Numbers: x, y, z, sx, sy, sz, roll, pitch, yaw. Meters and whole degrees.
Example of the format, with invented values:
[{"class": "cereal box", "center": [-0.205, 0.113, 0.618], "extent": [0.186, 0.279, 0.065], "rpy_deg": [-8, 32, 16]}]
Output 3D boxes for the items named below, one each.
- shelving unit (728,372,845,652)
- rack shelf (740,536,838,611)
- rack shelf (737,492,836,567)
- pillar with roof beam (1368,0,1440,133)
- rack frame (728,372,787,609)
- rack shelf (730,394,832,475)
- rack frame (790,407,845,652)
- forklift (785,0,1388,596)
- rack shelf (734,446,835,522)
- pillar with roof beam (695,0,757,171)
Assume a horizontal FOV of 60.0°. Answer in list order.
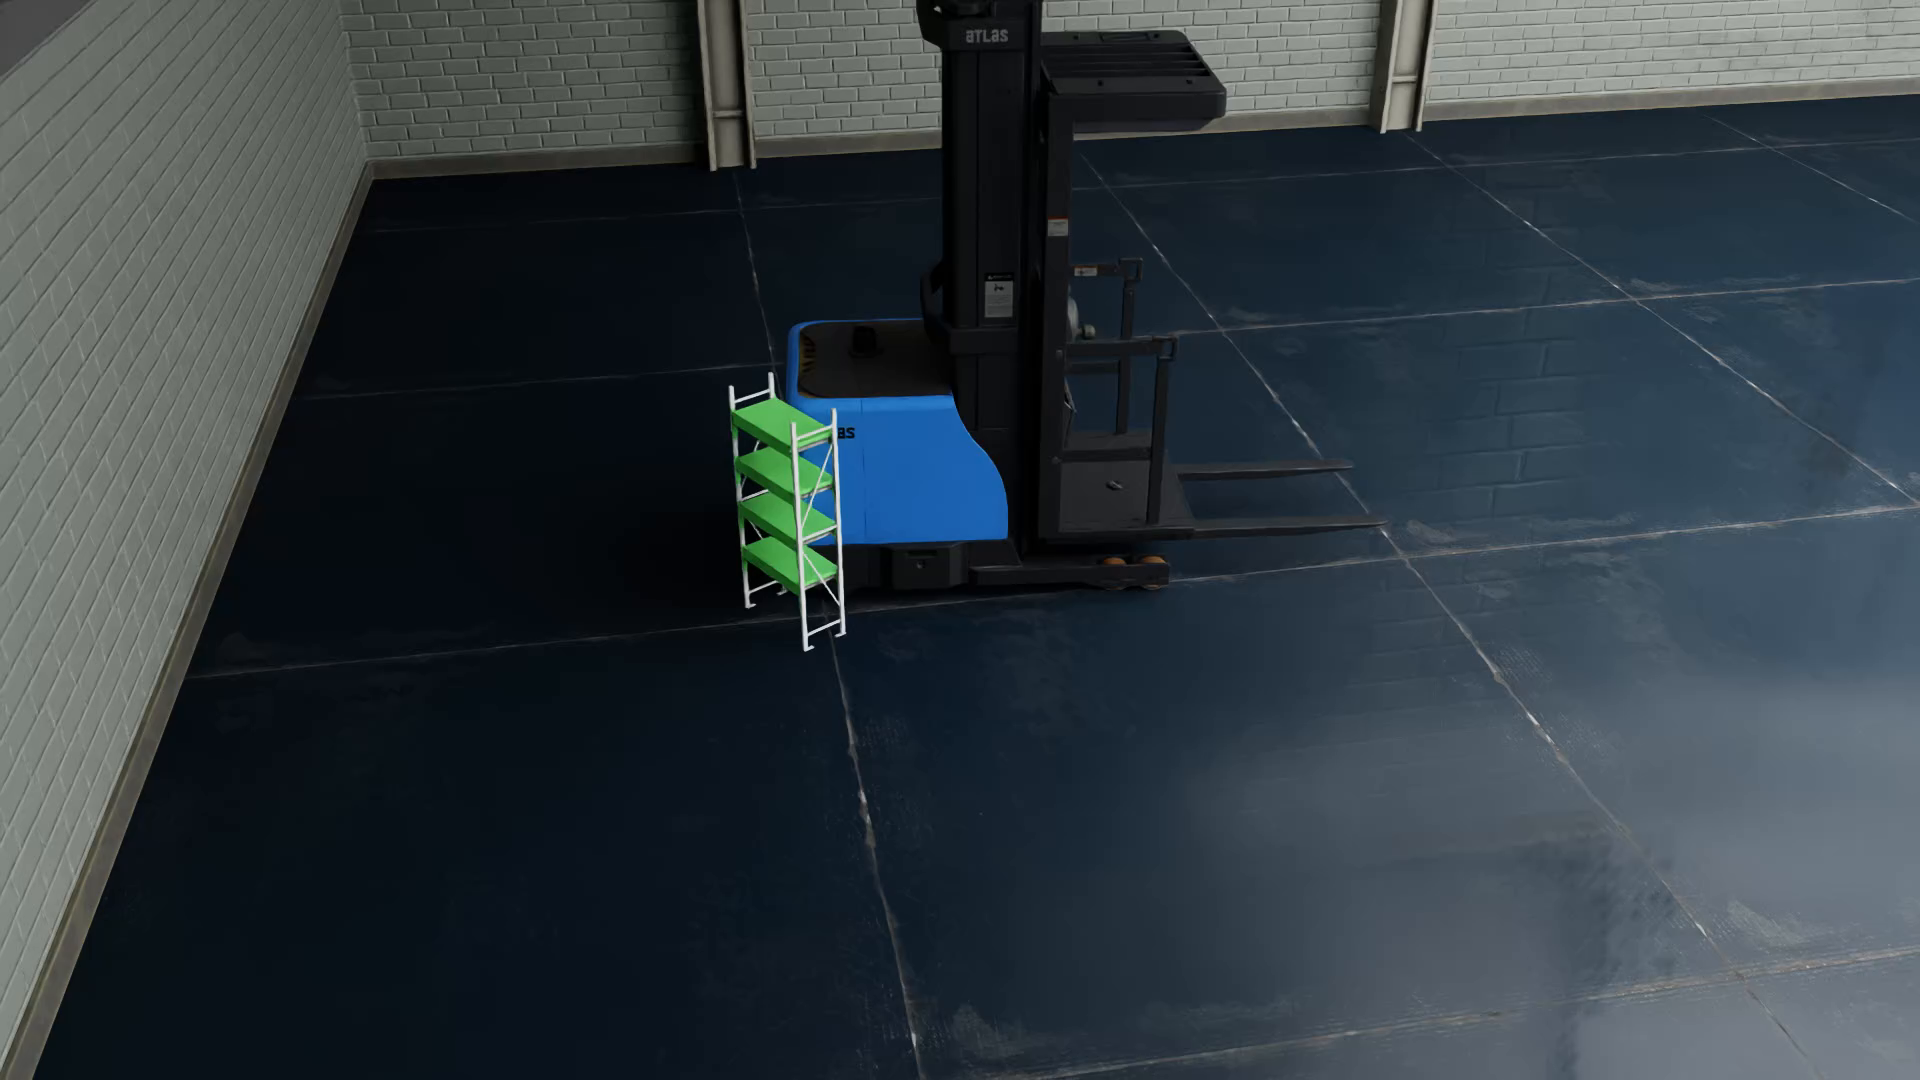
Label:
[{"class": "shelving unit", "center": [-0.804, -0.125, 7.779], "extent": [0.258, 1.200, 0.503], "rpy_deg": [-23, 38, -34]}, {"class": "rack shelf", "center": [-0.804, 0.137, 7.933], "extent": [0.258, 0.148, 0.480], "rpy_deg": [-23, 38, -34]}, {"class": "rack shelf", "center": [-0.804, -0.070, 7.811], "extent": [0.258, 0.148, 0.480], "rpy_deg": [-23, 38, -34]}, {"class": "pillar with roof beam", "center": [4.729, -5.495, 9.218], "extent": [0.400, 9.000, 9.100], "rpy_deg": [-5, 31, -9]}, {"class": "rack frame", "center": [-0.961, -0.220, 7.940], "extent": [0.240, 1.200, 0.015], "rpy_deg": [-23, 38, -34]}, {"class": "rack shelf", "center": [-0.804, -0.484, 7.568], "extent": [0.258, 0.148, 0.480], "rpy_deg": [-23, 38, -34]}, {"class": "rack frame", "center": [-0.647, -0.031, 7.618], "extent": [0.240, 1.200, 0.015], "rpy_deg": [-23, 38, -34]}, {"class": "forklift", "center": [0.648, -1.275, 8.026], "extent": [3.031, 2.935, 1.130], "rpy_deg": [-2, 31, -4]}, {"class": "rack shelf", "center": [-0.804, -0.277, 7.690], "extent": [0.258, 0.148, 0.480], "rpy_deg": [-23, 38, -34]}, {"class": "pillar with roof beam", "center": [-1.173, -4.948, 8.286], "extent": [0.400, 9.000, 9.100], "rpy_deg": [-5, 31, -9]}]
